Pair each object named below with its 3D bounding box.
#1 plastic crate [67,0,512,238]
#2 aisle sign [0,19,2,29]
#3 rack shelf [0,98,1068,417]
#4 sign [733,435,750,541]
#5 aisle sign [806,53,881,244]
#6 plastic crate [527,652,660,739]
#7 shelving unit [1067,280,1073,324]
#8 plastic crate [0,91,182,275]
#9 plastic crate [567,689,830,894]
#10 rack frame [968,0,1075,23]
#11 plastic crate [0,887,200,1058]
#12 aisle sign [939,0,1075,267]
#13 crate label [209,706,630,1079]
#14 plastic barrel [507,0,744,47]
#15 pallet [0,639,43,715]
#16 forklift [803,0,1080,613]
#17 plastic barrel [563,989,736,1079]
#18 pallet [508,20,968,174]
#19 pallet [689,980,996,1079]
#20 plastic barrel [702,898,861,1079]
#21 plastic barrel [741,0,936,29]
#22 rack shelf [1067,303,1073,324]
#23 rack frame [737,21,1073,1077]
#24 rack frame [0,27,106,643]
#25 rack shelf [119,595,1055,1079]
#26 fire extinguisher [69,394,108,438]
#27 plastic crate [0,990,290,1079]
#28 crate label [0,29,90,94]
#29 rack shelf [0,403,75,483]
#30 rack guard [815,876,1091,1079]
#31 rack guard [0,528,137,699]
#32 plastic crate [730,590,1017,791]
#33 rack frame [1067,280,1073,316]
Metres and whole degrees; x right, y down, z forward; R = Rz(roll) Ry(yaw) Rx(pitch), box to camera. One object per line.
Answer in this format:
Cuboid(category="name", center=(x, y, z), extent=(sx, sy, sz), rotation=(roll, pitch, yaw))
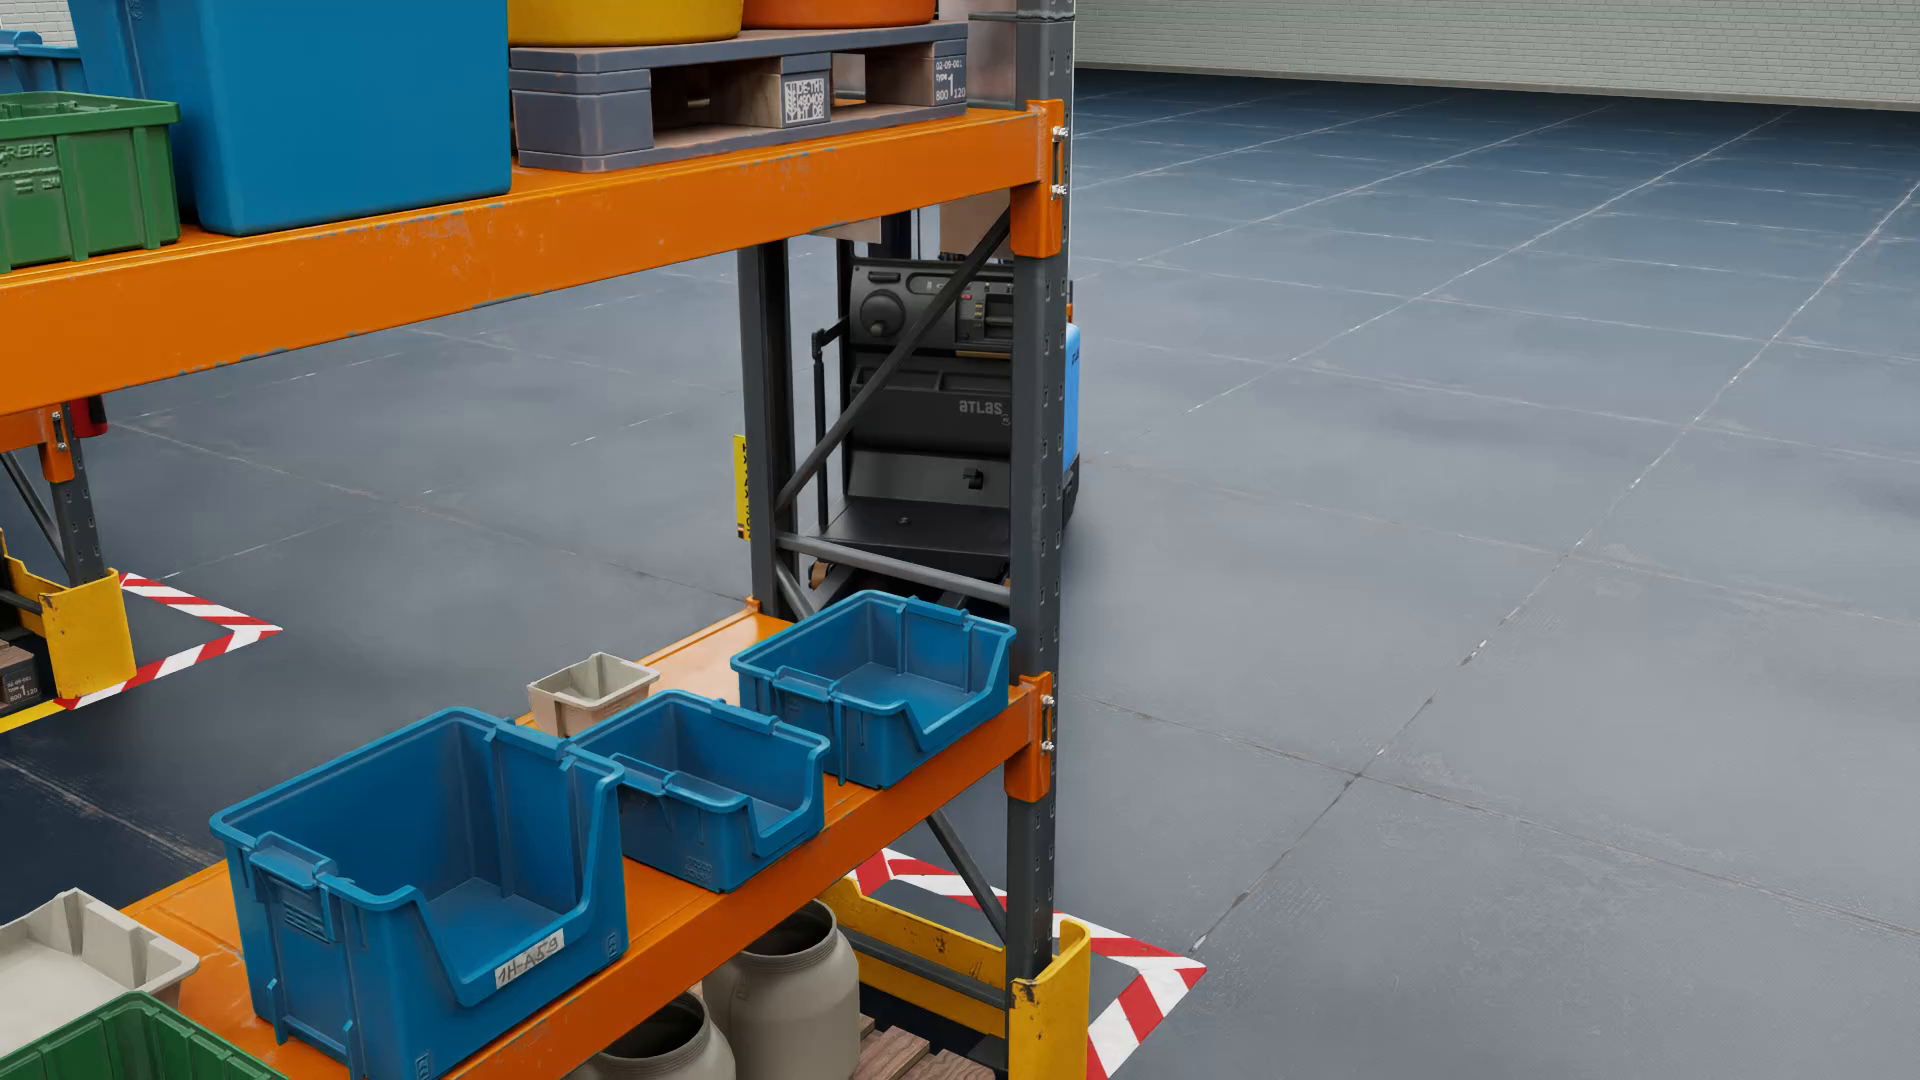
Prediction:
Cuboid(category="plastic crate", center=(-0.998, -0.705, 2.546), extent=(0.392, 0.384, 0.575), rotation=(13, 24, 32))
Cuboid(category="aisle sign", center=(-3.989, -2.056, 6.752), extent=(0.394, 0.787, 0.004), rotation=(13, 24, 32))
Cuboid(category="rack shelf", center=(-1.300, -0.407, 2.755), extent=(1.077, 0.370, 4.000), rotation=(13, 24, 32))
Cuboid(category="sign", center=(-0.628, -0.150, 4.947), extent=(0.100, 0.325, 0.005), rotation=(13, 24, 32))
Cuboid(category="aisle sign", center=(-0.377, -1.208, 4.461), extent=(0.394, 0.787, 0.004), rotation=(13, 24, 32))
Cuboid(category="plastic crate", center=(-0.945, 0.406, 4.223), extent=(0.298, 0.136, 0.250), rotation=(13, 24, 32))
Cuboid(category="shelving unit", center=(0.456, -0.950, 10.104), extent=(0.258, 1.200, 0.503), rotation=(11, 23, 28))
Cuboid(category="plastic crate", center=(-1.312, -0.471, 2.196), extent=(0.336, 0.188, 0.450), rotation=(13, 24, 32))
Cuboid(category="plastic crate", center=(-0.579, 0.546, 3.681), extent=(0.499, 0.251, 0.408), rotation=(13, 24, 32))
Cuboid(category="rack frame", center=(-0.175, -2.725, 3.661), extent=(1.000, 3.000, 0.127), rotation=(13, 24, 32))
Cuboid(category="plastic crate", center=(-1.721, 0.845, 3.038), extent=(0.530, 0.136, 0.437), rotation=(13, 24, 32))
Cuboid(category="aisle sign", center=(0.111, -1.093, 4.150), extent=(0.394, 0.787, 0.004), rotation=(13, 24, 32))
Cuboid(category="crate label", center=(-0.986, 0.653, 3.125), extent=(0.502, 0.435, 0.616), rotation=(13, 24, 32))
Cuboid(category="plastic barrel", center=(-0.711, -1.252, 3.124), extent=(0.600, 0.588, 0.600), rotation=(0, 20, 0))
Cuboid(category="pallet", center=(-4.800, 0.679, 7.126), extent=(1.003, 0.211, 1.213), rotation=(13, 24, 32))
Cuboid(category="forklift", center=(-0.151, -1.165, 8.190), extent=(1.130, 2.935, 3.031), rotation=(5, 21, 13))
Cuboid(category="plastic barrel", center=(-0.764, 1.406, 4.121), extent=(0.421, 0.512, 0.421), rotation=(0, 20, 0))
Cuboid(category="pallet", center=(-0.721, -1.011, 3.624), extent=(1.003, 0.211, 1.213), rotation=(13, 24, 32))
Cuboid(category="pallet", center=(-0.640, 1.660, 4.474), extent=(1.003, 0.211, 1.213), rotation=(13, 24, 32))
Cuboid(category="plastic barrel", center=(-0.482, 1.262, 4.510), extent=(0.421, 0.512, 0.421), rotation=(0, 20, 0))
Cuboid(category="plastic barrel", center=(-0.344, -1.552, 3.590), extent=(0.600, 0.830, 0.708), rotation=(13, 24, 32))
Cuboid(category="rack shelf", center=(0.456, -1.319, 9.968), extent=(0.258, 0.148, 0.480), rotation=(11, 23, 28))
Cuboid(category="rack frame", center=(-0.175, 0.089, 4.702), extent=(1.000, 3.000, 0.127), rotation=(13, 24, 32))
Cuboid(category="rack frame", center=(-4.272, -0.877, 7.313), extent=(1.000, 3.000, 0.127), rotation=(13, 24, 32))
Cuboid(category="rack shelf", center=(-1.300, 1.000, 3.275), extent=(1.077, 0.370, 4.000), rotation=(13, 24, 32))
Cuboid(category="fire extinguisher", center=(-3.826, -0.784, 7.172), extent=(0.296, 0.674, 0.183), rotation=(13, 24, 32))
Cuboid(category="plastic crate", center=(-1.427, 1.001, 2.540), extent=(0.450, 0.188, 0.662), rotation=(13, 24, 32))
Cuboid(category="crate label", center=(-1.501, -0.776, 2.929), extent=(0.502, 0.251, 0.408), rotation=(13, 24, 32))
Cuboid(category="rack shelf", center=(-5.396, 0.034, 5.886), extent=(1.077, 0.370, 4.000), rotation=(13, 24, 32))
Cuboid(category="rack guard", center=(-0.179, 1.292, 5.051), extent=(1.175, 0.500, 0.348), rotation=(13, 24, 32))
Cuboid(category="rack guard", center=(-4.314, 0.317, 7.688), extent=(1.175, 0.500, 0.348), rotation=(13, 24, 32))
Cuboid(category="plastic crate", center=(-0.209, 0.360, 4.181), extent=(0.499, 0.251, 0.616), rotation=(13, 24, 32))
Cuboid(category="rack frame", center=(0.577, -1.024, 10.303), extent=(0.240, 1.200, 0.015), rotation=(11, 23, 28))
